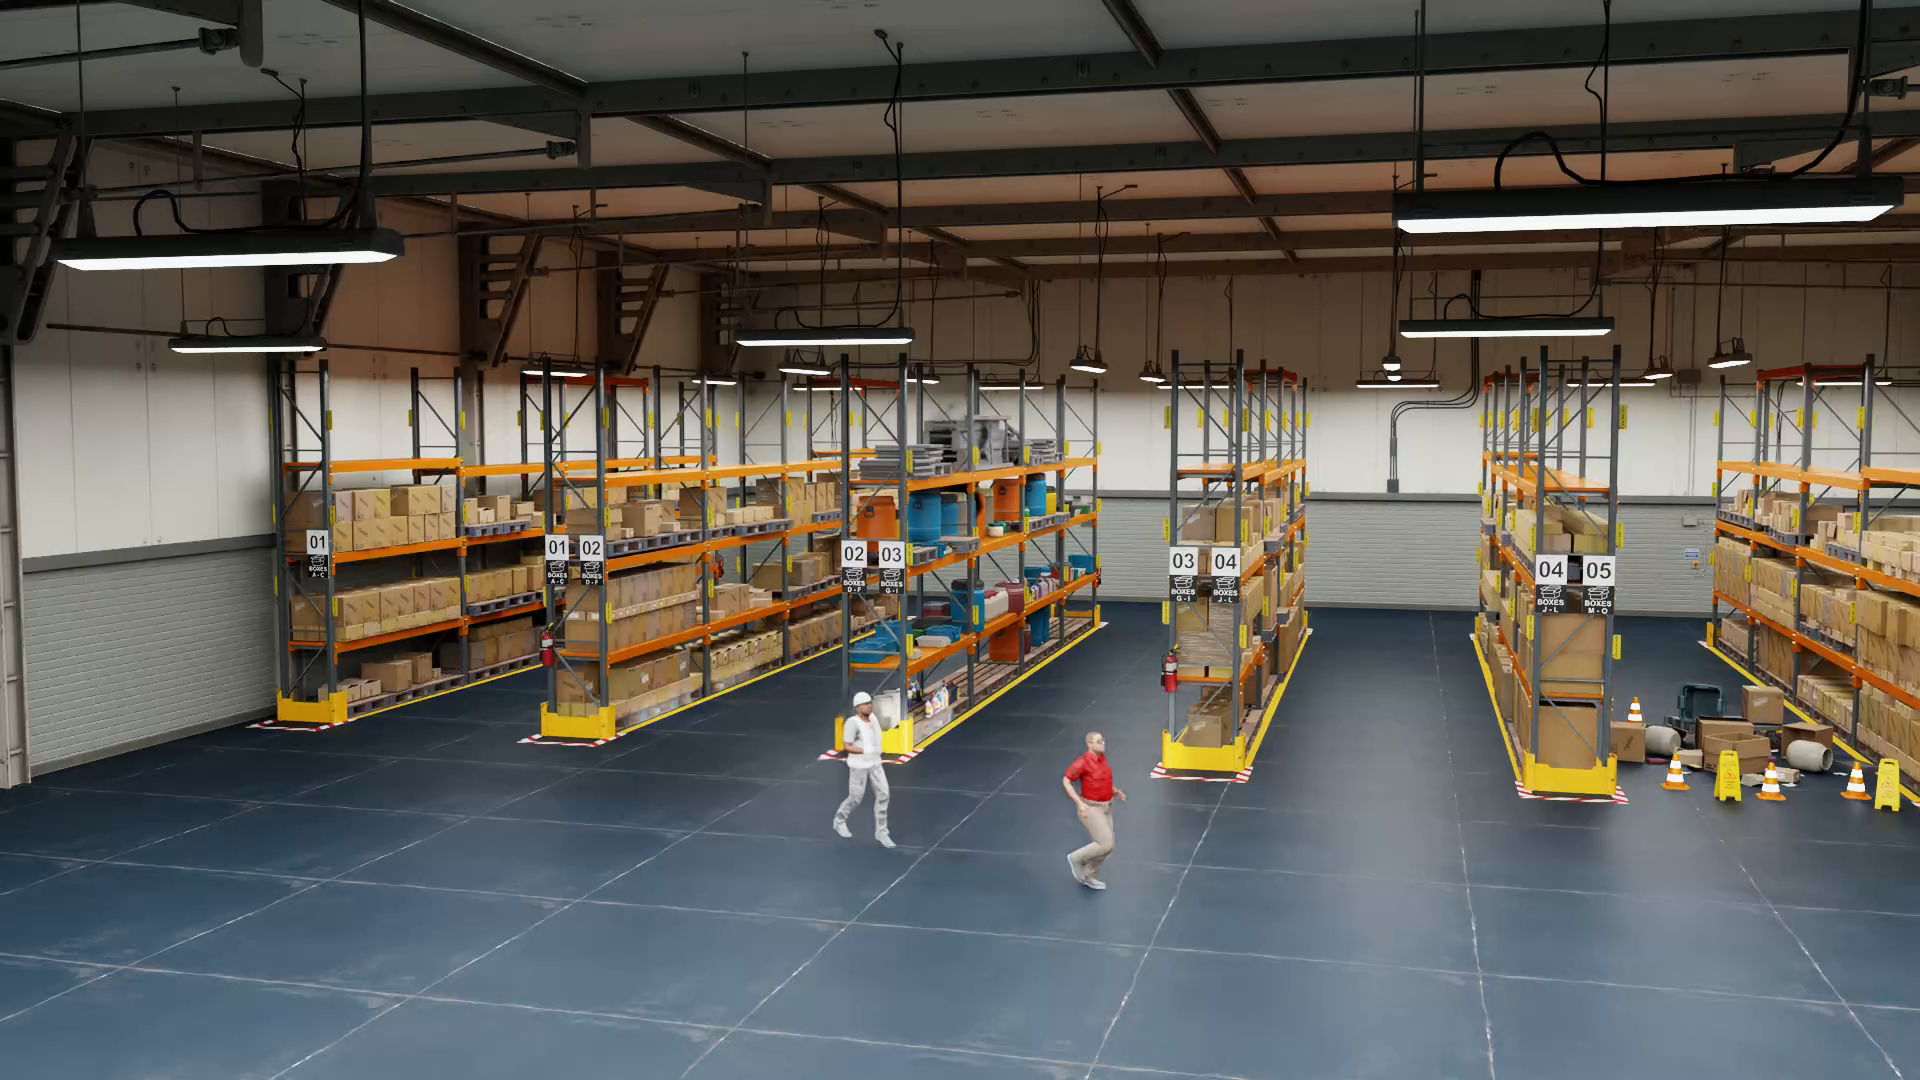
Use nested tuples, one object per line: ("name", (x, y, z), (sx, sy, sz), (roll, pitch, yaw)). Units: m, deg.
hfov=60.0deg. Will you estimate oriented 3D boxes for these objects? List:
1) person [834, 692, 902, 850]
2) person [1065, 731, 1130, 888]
("person", (-1.100, 2.698, 19.595), (0.924, 1.819, 0.686), (3, 5, 38))
("person", (1.524, 2.881, 17.687), (0.610, 1.688, 0.650), (3, 5, 35))
